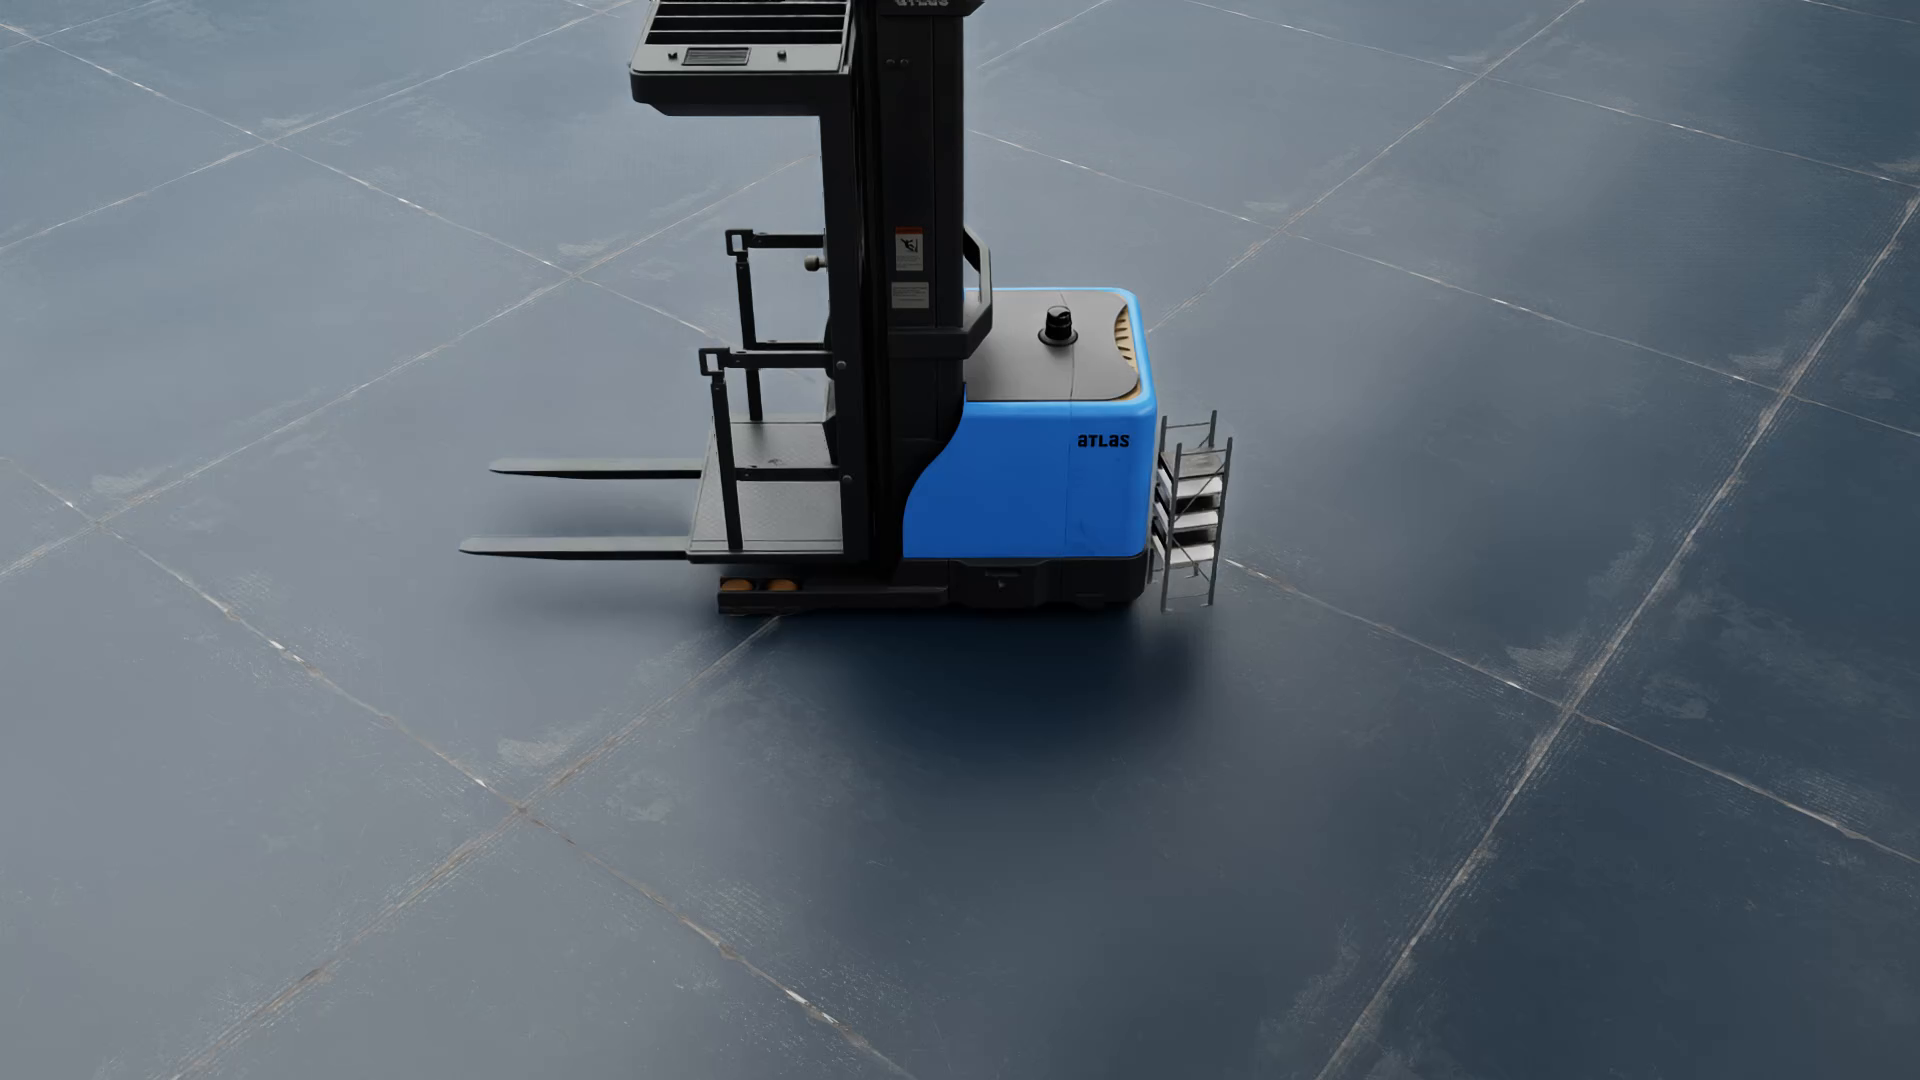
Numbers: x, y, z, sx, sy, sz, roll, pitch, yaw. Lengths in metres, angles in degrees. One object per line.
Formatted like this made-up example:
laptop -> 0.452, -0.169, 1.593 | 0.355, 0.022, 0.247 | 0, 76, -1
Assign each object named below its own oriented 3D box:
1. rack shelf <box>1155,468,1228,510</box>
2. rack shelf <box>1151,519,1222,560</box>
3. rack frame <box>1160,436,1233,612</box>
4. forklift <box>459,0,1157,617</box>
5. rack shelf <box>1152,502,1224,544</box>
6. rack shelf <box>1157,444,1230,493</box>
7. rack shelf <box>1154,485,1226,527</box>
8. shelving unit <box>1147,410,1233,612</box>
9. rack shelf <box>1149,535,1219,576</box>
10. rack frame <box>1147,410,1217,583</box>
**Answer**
rack shelf -> 0.983, -0.231, 7.076 | 0.258, 0.077, 0.200 | -7, 39, -9
rack shelf -> 0.983, -0.019, 7.243 | 0.258, 0.077, 0.200 | -7, 39, -9
rack frame -> 1.004, -0.055, 7.088 | 0.240, 0.900, 0.006 | -7, 39, -9
forklift -> -0.700, -1.145, 6.835 | 3.031, 2.935, 1.130 | 0, 38, 0
rack shelf -> 0.983, -0.090, 7.187 | 0.258, 0.077, 0.200 | -7, 39, -9
rack shelf -> 0.983, -0.302, 7.021 | 0.258, 0.077, 0.200 | -7, 39, -9
rack shelf -> 0.983, -0.161, 7.132 | 0.258, 0.077, 0.200 | -7, 39, -9
shelving unit -> 0.983, -0.116, 7.167 | 0.258, 0.900, 0.210 | -7, 39, -9
rack shelf -> 0.983, 0.052, 7.298 | 0.258, 0.077, 0.200 | -7, 39, -9
rack frame -> 0.963, -0.177, 7.245 | 0.240, 0.900, 0.006 | -7, 39, -9
